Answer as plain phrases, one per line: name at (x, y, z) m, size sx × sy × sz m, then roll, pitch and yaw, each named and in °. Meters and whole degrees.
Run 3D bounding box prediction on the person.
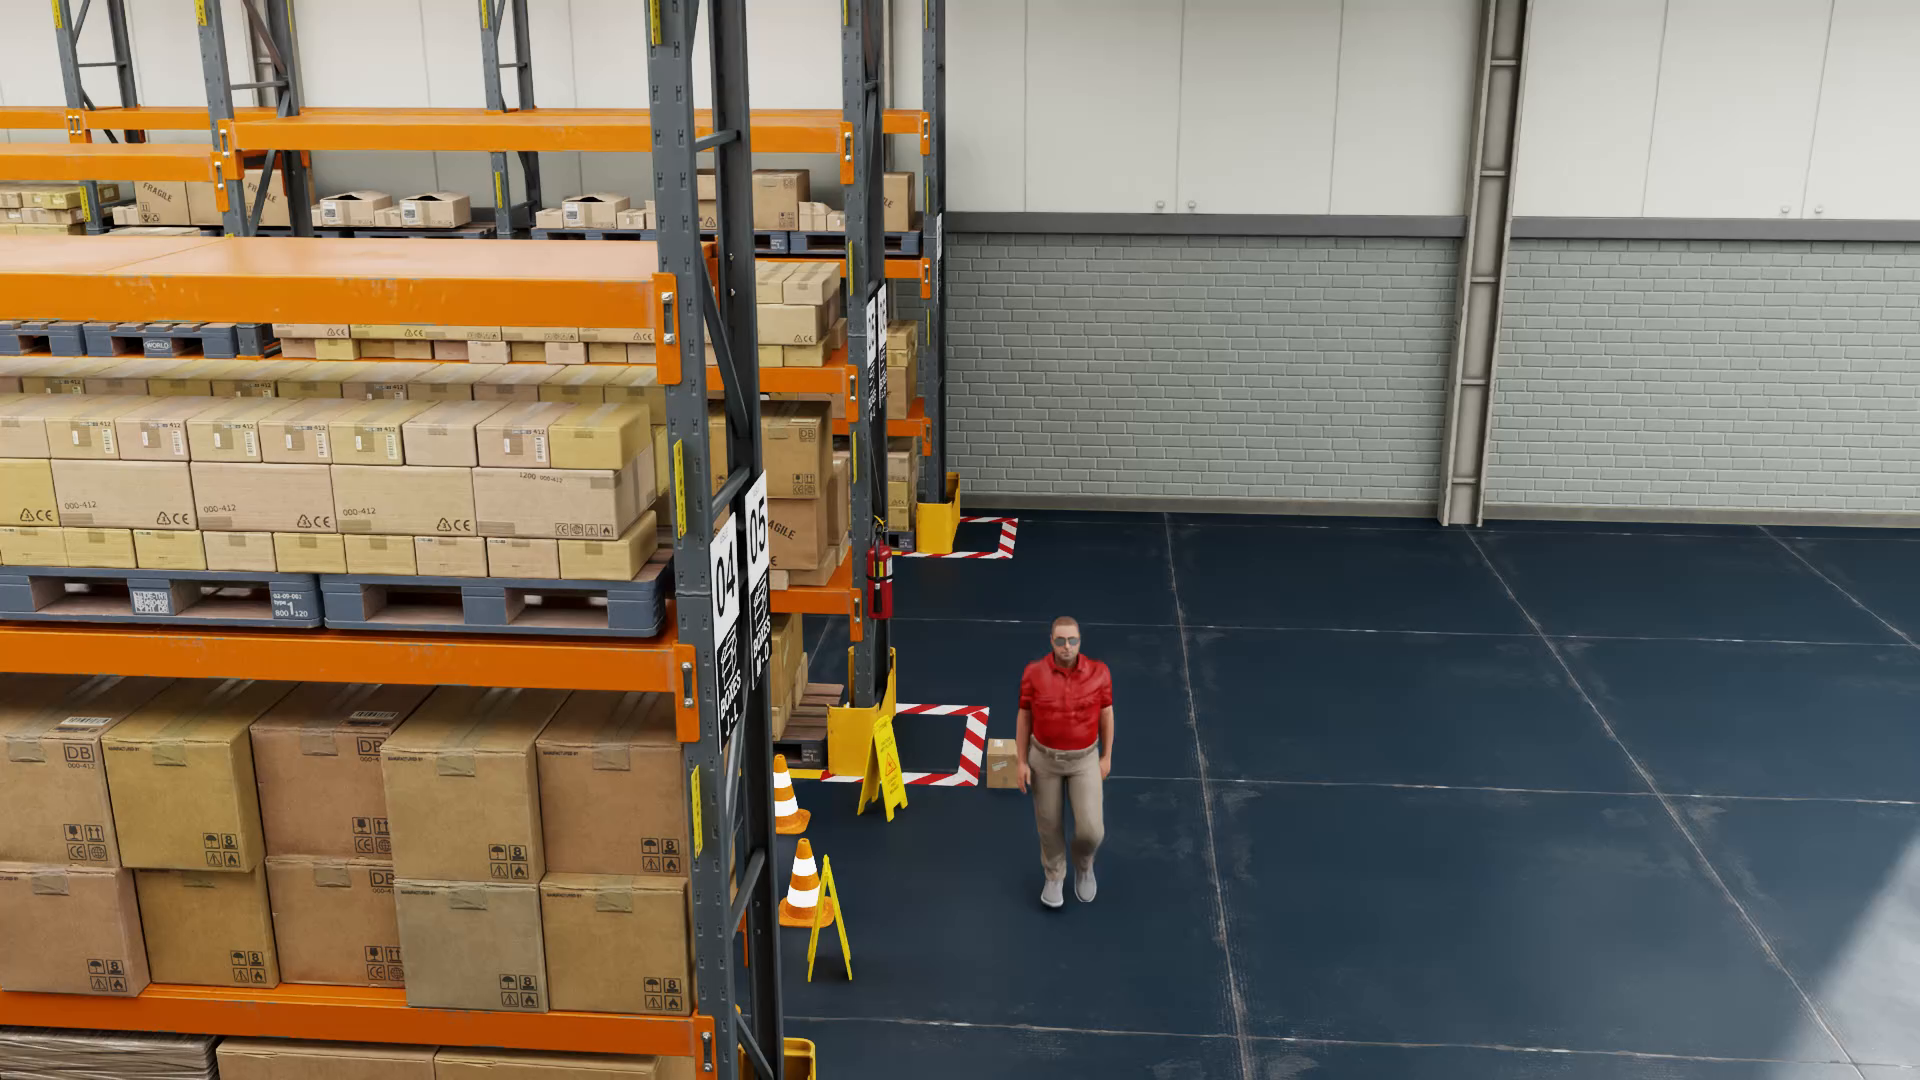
person at (0.592, 1.289, 9.437) m, size 0.554 × 1.753 × 0.452 m, roll 1°, pitch 17°, yaw 3°
